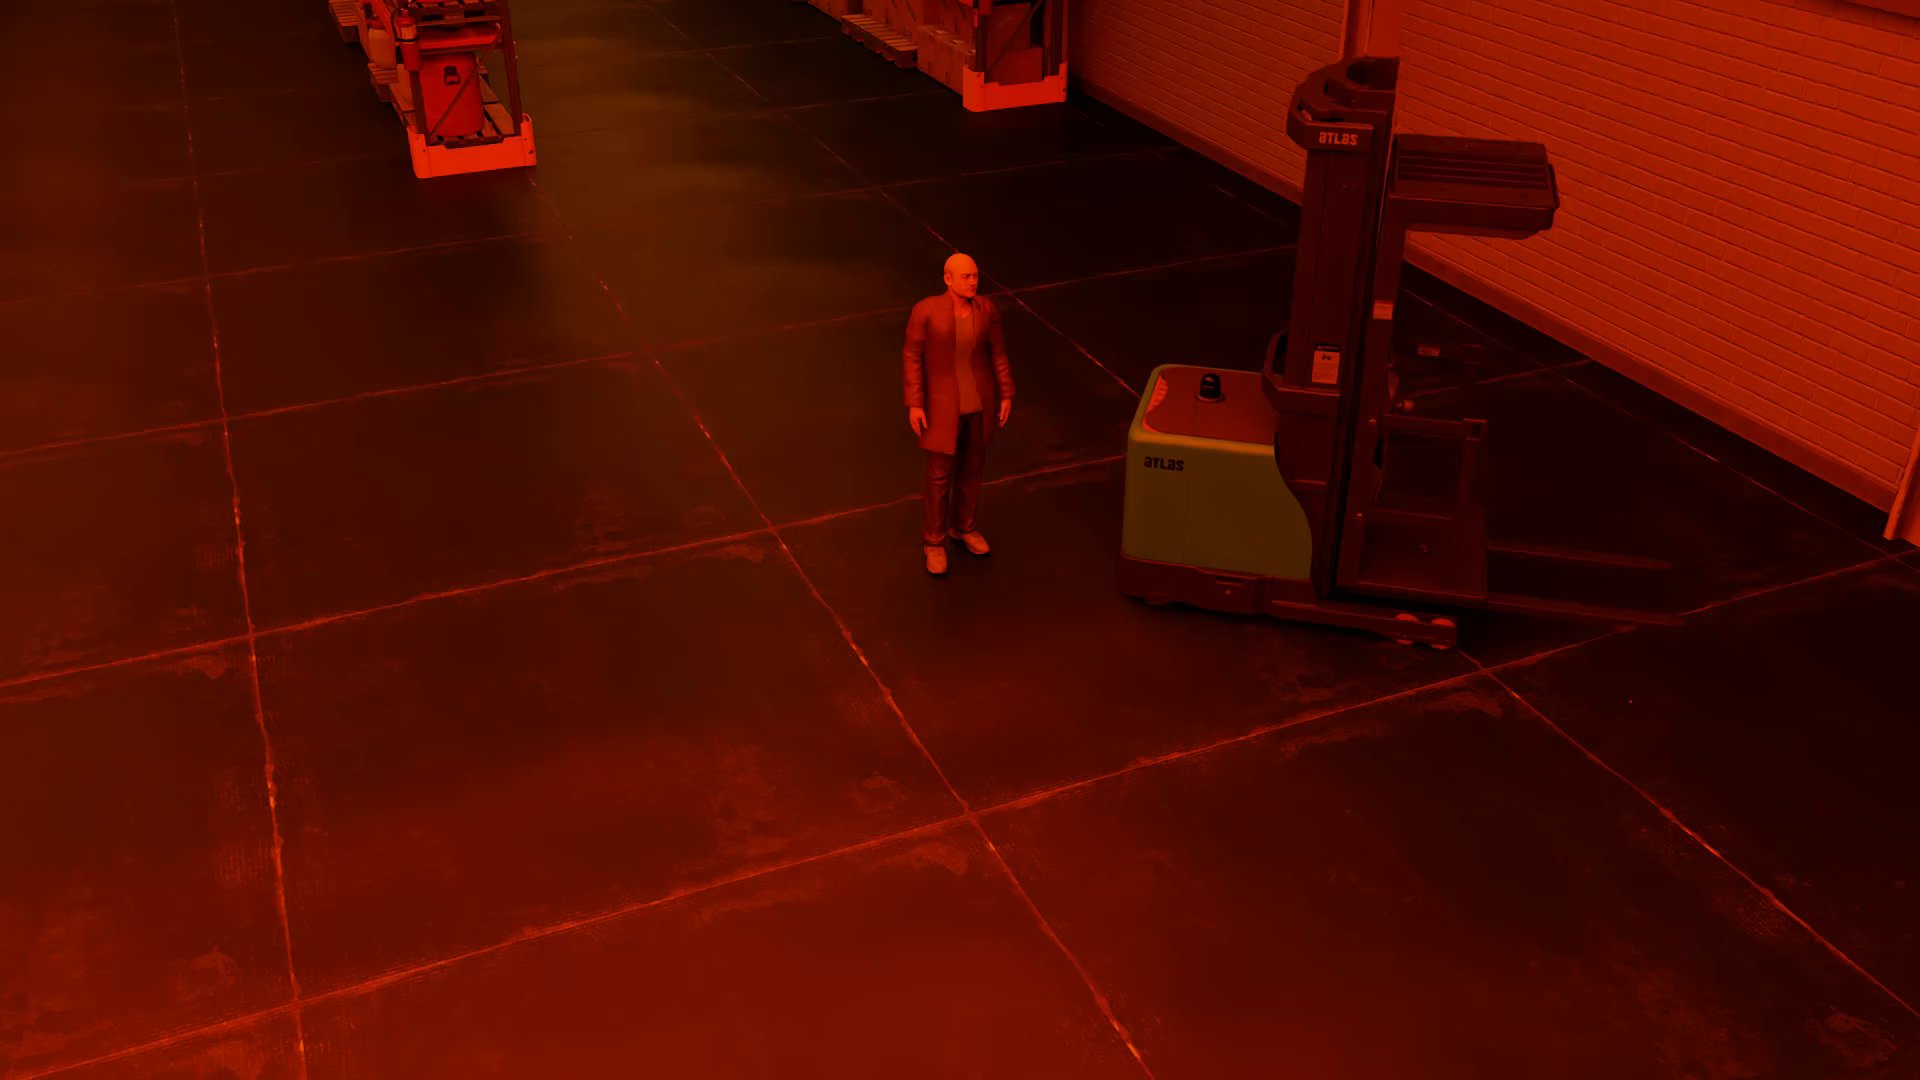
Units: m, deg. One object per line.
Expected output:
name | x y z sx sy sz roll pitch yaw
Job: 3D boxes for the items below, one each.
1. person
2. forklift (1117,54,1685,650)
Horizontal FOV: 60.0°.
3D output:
person | 0.033 -0.735 9.553 0.696 1.777 0.579 -12 32 -20
forklift | 2.468 -0.970 8.817 3.031 2.935 1.130 7 31 12
